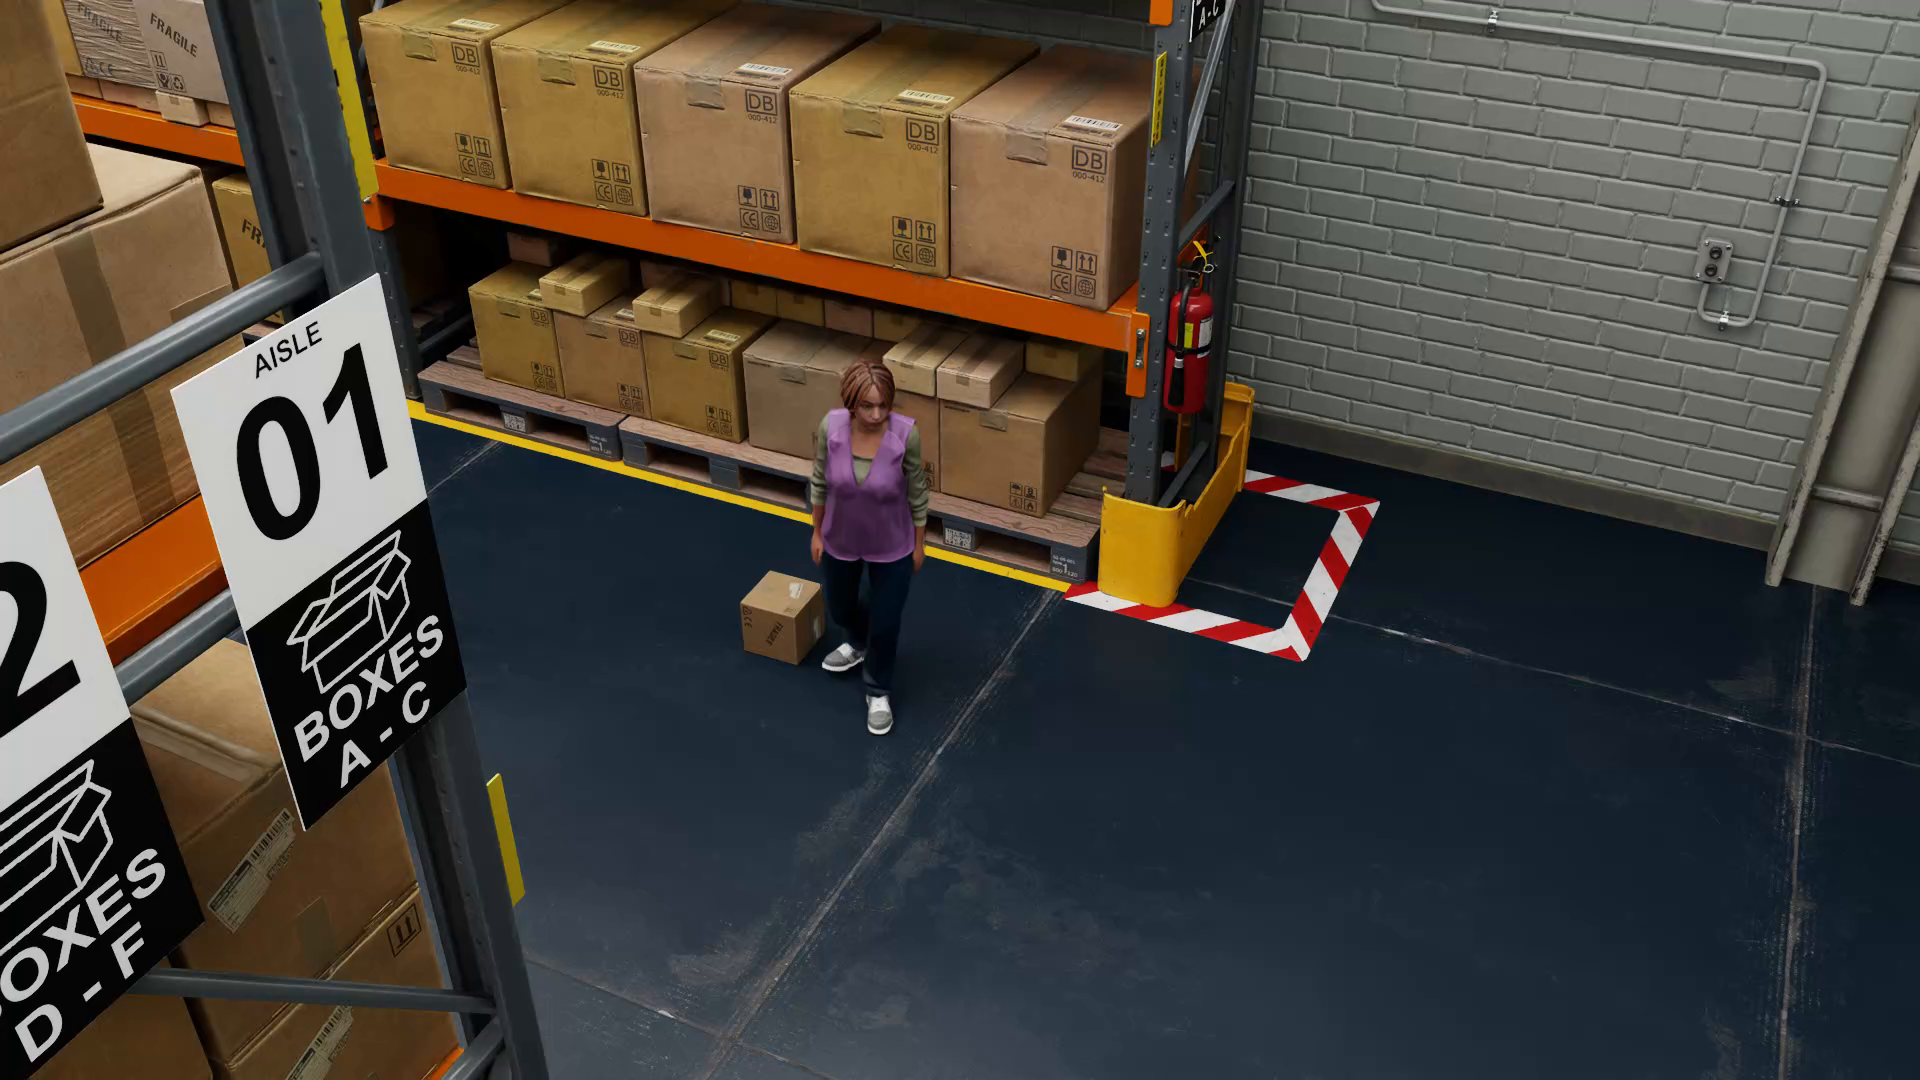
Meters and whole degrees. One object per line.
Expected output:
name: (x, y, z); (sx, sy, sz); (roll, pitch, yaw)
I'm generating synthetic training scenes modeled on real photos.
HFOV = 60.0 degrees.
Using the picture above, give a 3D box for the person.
person: (-0.336, -0.025, 6.189); (0.470, 1.586, 0.508); (5, 35, 8)
